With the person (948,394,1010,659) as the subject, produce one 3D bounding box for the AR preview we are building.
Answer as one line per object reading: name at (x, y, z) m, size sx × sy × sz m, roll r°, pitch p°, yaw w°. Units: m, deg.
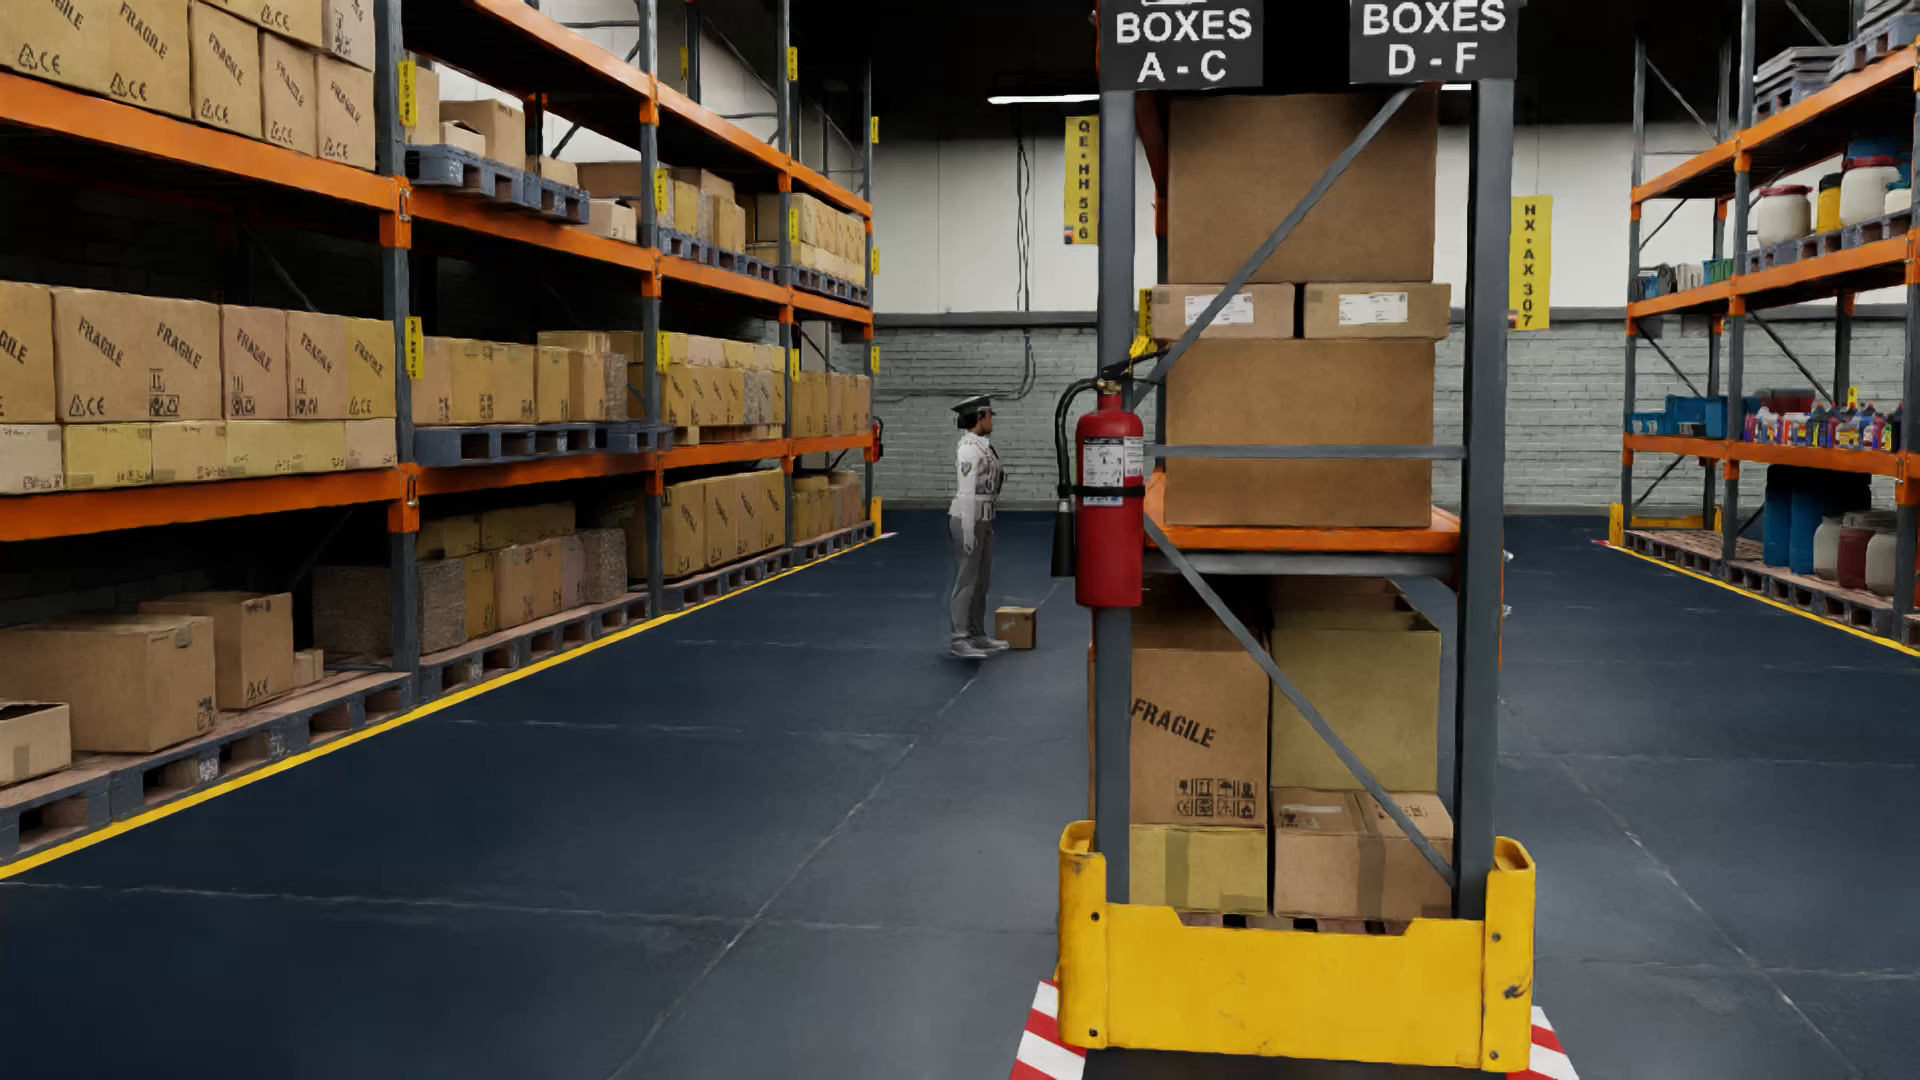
person at (0.113, -0.092, 10.686) m, size 0.378 × 1.685 × 0.559 m, roll 1°, pitch 5°, yaw 11°
